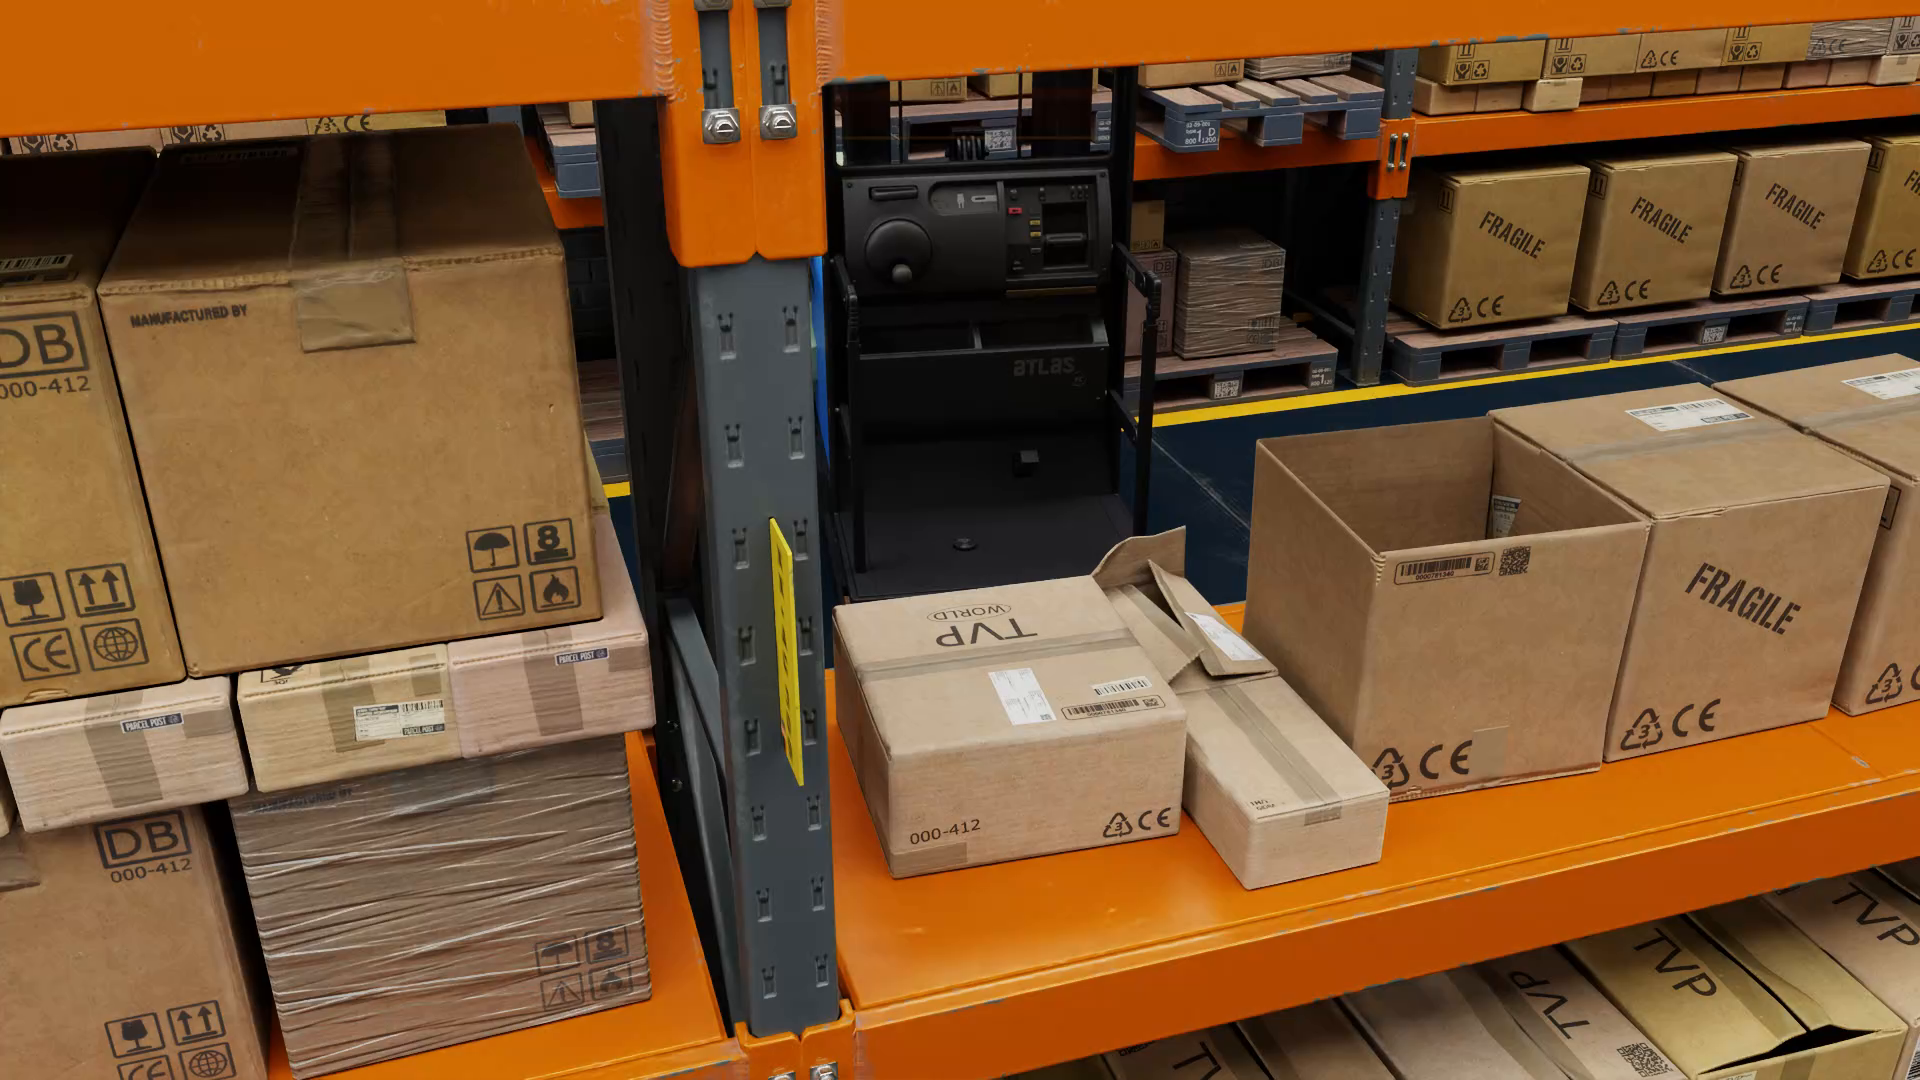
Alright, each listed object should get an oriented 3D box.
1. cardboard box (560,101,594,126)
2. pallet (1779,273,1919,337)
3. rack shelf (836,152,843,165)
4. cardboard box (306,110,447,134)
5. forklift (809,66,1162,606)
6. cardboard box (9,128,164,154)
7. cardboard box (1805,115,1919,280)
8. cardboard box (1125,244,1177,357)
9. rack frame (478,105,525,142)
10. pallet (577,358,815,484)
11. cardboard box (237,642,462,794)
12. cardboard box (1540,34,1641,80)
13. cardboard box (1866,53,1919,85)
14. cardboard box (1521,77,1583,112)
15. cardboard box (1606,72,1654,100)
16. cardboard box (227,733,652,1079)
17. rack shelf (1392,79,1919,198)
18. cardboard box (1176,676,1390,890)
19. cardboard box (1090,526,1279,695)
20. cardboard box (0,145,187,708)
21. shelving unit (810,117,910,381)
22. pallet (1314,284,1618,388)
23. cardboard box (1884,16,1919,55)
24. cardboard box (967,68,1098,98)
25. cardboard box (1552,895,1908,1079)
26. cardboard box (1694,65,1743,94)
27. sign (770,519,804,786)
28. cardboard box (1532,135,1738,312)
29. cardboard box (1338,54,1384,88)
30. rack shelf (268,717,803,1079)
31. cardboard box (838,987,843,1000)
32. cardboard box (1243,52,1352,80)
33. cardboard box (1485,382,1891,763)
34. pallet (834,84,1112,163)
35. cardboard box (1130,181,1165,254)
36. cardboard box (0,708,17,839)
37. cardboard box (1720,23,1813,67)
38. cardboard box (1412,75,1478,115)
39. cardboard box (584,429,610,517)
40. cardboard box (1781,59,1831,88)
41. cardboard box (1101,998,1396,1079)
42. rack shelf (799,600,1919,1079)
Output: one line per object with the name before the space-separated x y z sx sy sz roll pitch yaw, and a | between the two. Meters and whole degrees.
cardboard box | -1.428 -2.063 6.925 0.500 0.500 0.700 -8 28 -16
pallet | 4.974 -1.480 9.493 1.213 0.211 1.003 -8 28 -16
rack shelf | -0.648 -1.371 6.726 0.720 0.370 0.431 -15 37 -29
cardboard box | -2.276 -1.847 6.400 0.500 0.500 0.500 -8 28 -16
forklift | 0.100 -1.038 5.545 1.130 2.935 3.031 -4 27 -8
cardboard box | -3.231 -1.711 6.126 0.500 0.500 0.500 -9 28 -18
cardboard box | 5.106 -1.948 9.245 0.750 0.750 0.750 -8 27 -15
cardboard box | 0.687 -1.251 8.212 0.500 0.500 0.700 -8 28 -16
rack frame | -1.922 -1.765 6.932 0.127 3.000 1.000 -8 28 -16
pallet | -1.183 -0.624 7.770 1.213 0.211 1.003 -8 28 -16
cardboard box | -0.813 0.155 2.223 0.250 0.149 0.380 -9 28 -17
cardboard box | 2.923 -2.530 8.003 0.500 0.500 0.500 -7 27 -14
cardboard box | 4.725 -2.474 8.621 0.250 0.149 0.380 -8 28 -16
cardboard box | 2.787 -2.192 8.052 0.250 0.149 0.380 -7 27 -15
cardboard box | 3.232 -2.318 8.306 0.250 0.149 0.380 -8 27 -15
cardboard box | -0.805 0.348 2.564 0.500 0.500 0.700 -9 28 -17
rack shelf | 3.783 -2.269 8.757 4.000 0.370 1.077 -8 28 -16
cardboard box | 0.521 0.406 2.842 0.250 0.149 0.380 -8 28 -16
cardboard box | 0.394 0.190 3.145 0.258 0.266 0.396 -9 28 -17
cardboard box | -1.285 -0.163 2.134 0.500 0.500 0.700 -8 28 -16
shelving unit | -0.679 -1.041 6.932 0.755 1.500 0.431 -15 37 -29
pallet | 2.654 -1.144 8.816 1.213 0.211 1.003 -8 28 -16
cardboard box | 4.841 -2.809 8.566 0.500 0.500 0.500 -8 28 -16
cardboard box | 0.259 -2.308 7.418 0.500 0.500 0.700 -8 28 -16
cardboard box | 1.547 0.957 3.438 0.500 0.311 0.500 -7 27 -15
cardboard box | 3.721 -2.376 8.422 0.250 0.149 0.380 -8 28 -16
sign | -0.212 0.140 2.032 0.005 0.325 0.100 -8 28 -16
cardboard box | 3.456 -1.705 8.756 0.750 0.750 0.750 -8 28 -16
cardboard box | 2.111 -2.366 8.402 0.250 0.149 0.380 -8 27 -15
rack shelf | -2.287 0.926 2.320 4.000 0.370 1.077 -8 28 -16
cardboard box | -0.089 0.944 3.464 0.500 0.311 0.500 -8 28 -16
cardboard box | 1.437 -2.489 7.783 0.500 0.500 0.700 -12 29 -22
cardboard box | 1.328 0.044 3.177 0.500 0.500 0.500 -8 28 -16
pallet | 0.011 -1.940 7.501 1.213 0.211 1.003 -8 28 -16
cardboard box | 0.651 -1.556 7.984 0.500 0.250 0.500 -8 27 -15
cardboard box | -1.311 0.228 2.075 0.250 0.149 0.380 -8 28 -16
cardboard box | 3.888 -2.673 8.291 0.500 0.500 0.500 -7 27 -15
cardboard box | 2.266 -2.160 7.987 0.250 0.149 0.380 -9 28 -17
cardboard box | -0.700 -0.052 2.639 0.250 0.149 0.380 -8 28 -16
cardboard box | 4.229 -2.441 8.553 0.250 0.149 0.380 -9 28 -18
cardboard box | 0.563 1.103 3.145 0.500 0.311 0.500 -9 28 -17
rack shelf | 1.517 0.376 3.429 4.000 0.370 1.077 -8 28 -16
